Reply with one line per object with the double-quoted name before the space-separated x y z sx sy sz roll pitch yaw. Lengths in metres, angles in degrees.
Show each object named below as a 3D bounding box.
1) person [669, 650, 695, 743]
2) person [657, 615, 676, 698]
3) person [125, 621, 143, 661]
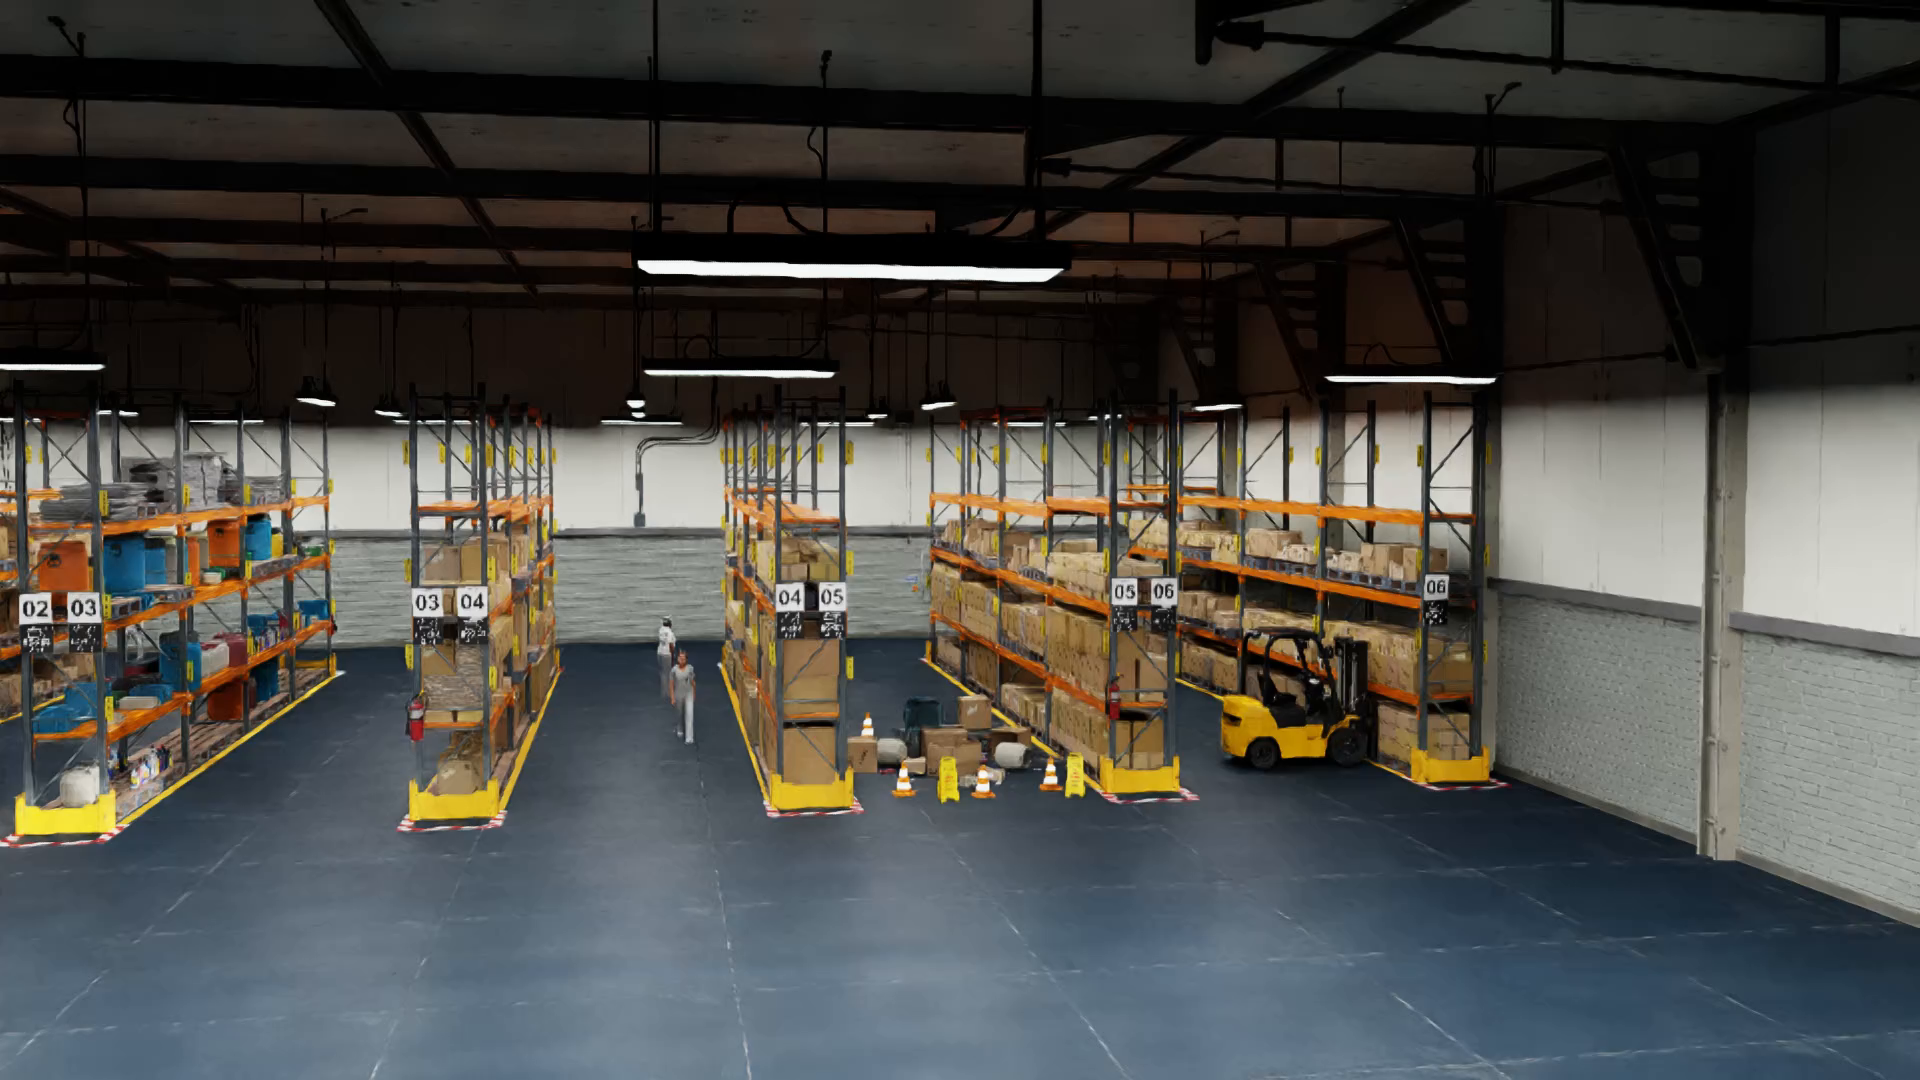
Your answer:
"person" -4.860 2.716 29.090 0.446 1.590 1.110 0 3 -8
"person" -6.047 2.405 34.464 0.438 1.681 0.553 -2 4 -40
"person" -19.828 2.179 39.765 0.644 1.611 0.783 -2 3 -29
